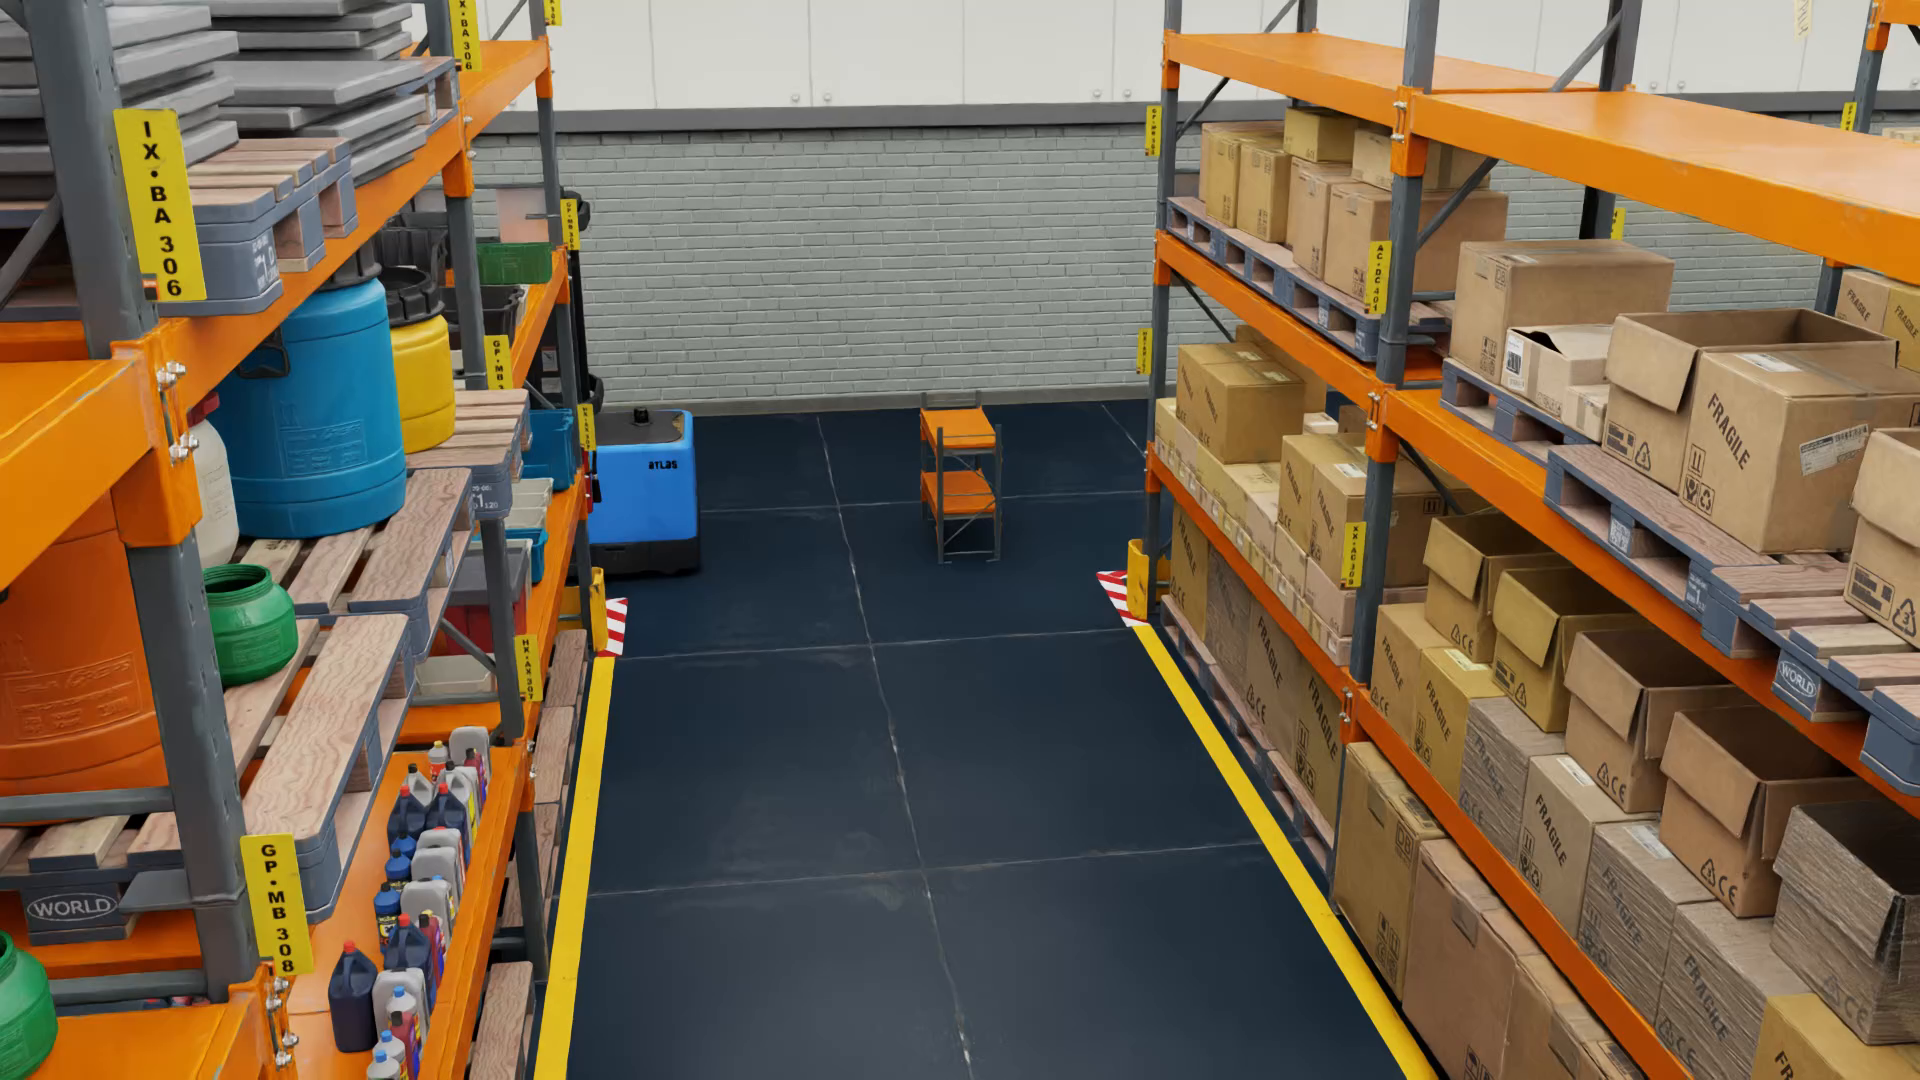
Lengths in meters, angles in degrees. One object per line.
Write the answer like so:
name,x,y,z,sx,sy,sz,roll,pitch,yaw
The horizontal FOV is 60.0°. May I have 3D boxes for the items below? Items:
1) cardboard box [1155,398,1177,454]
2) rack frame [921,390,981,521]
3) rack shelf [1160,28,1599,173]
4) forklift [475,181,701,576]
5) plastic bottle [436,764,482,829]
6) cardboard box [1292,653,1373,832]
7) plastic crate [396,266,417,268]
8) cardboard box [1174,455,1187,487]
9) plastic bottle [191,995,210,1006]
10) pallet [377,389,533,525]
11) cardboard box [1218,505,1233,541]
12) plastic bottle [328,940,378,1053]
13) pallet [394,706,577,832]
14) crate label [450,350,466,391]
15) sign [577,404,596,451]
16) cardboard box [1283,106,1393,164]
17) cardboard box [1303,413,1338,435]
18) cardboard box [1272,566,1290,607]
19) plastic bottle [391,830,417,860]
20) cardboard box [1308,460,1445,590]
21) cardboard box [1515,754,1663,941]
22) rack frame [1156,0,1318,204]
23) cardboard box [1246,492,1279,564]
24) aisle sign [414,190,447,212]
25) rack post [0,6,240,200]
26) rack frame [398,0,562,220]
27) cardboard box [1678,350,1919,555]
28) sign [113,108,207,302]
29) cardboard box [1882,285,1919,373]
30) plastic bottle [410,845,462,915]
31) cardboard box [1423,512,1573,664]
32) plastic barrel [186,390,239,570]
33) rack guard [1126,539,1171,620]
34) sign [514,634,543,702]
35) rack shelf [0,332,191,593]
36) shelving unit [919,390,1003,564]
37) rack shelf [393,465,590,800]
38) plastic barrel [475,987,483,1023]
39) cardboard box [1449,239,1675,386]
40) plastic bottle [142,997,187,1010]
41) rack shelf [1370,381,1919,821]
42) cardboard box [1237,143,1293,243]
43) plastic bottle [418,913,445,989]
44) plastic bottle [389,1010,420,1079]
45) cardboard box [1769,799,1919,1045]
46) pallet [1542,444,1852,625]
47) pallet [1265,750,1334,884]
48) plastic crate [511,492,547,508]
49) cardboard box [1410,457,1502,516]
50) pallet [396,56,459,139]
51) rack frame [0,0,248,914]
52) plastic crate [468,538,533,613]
cardboard box,1.641,-0.790,11.333,0.500,0.250,0.500,-3,21,-9
rack frame,-0.074,-0.705,13.997,0.500,1.125,0.032,-3,21,-8
rack shelf,2.127,-2.494,9.132,1.077,0.370,4.000,-3,21,-8
forklift,-3.595,-1.196,12.730,3.031,2.935,1.130,-3,21,-7
plastic bottle,-2.057,1.039,6.824,0.152,0.276,0.135,-3,21,-8
cardboard box,2.399,1.051,9.053,0.875,0.875,0.875,-3,21,-8
plastic crate,-3.049,-1.217,8.571,0.437,0.282,0.530,-3,21,-8
cardboard box,1.639,-0.466,11.035,0.380,0.149,0.250,-3,21,-9
plastic bottle,-2.439,1.588,5.343,0.061,0.283,0.133,-3,21,-8
pallet,-2.276,-0.316,6.258,1.213,0.211,1.003,-3,21,-8
cardboard box,1.786,-0.111,10.084,0.380,0.149,0.250,-3,21,-9
plastic bottle,-2.002,1.495,5.497,0.144,0.351,0.185,-3,21,-8
pallet,-2.810,1.365,9.761,1.003,0.211,1.213,-3,21,-8
crate label,-2.271,-0.731,7.477,0.293,0.136,0.466,-3,21,-8
sign,-2.521,-0.760,11.232,0.100,0.325,0.005,-3,21,-8
cardboard box,2.120,-2.247,9.201,0.500,0.250,0.500,-4,21,-9
cardboard box,2.243,-0.639,10.930,0.500,0.250,0.500,-3,21,-9
cardboard box,1.936,0.246,9.129,0.380,0.149,0.250,-3,21,-7
plastic bottle,-2.105,1.229,6.324,0.097,0.271,0.097,0,20,0
cardboard box,2.084,-0.082,8.365,0.500,0.500,0.500,-2,21,-6
cardboard box,2.459,1.135,6.246,0.500,0.500,0.500,-3,21,-7
rack frame,1.839,-3.711,10.790,1.000,3.000,0.127,-3,21,-8
cardboard box,1.941,-0.080,9.432,0.500,0.250,0.500,-2,21,-7
aisle sign,-3.367,-1.878,10.743,0.394,0.787,0.004,-3,21,-8
rack post,-2.054,-0.905,3.385,0.954,0.300,0.937,-3,21,-8
rack frame,-3.063,-3.461,10.121,1.000,3.000,0.127,-3,21,-8
cardboard box,2.621,-0.281,5.152,0.500,0.500,0.500,-2,21,-5
sign,-1.366,-0.570,2.843,0.100,0.325,0.005,-3,21,-8
cardboard box,6.642,-1.427,11.253,0.500,0.500,0.500,-2,21,-6
plastic bottle,-1.965,1.260,6.232,0.152,0.276,0.135,-3,21,-8
cardboard box,2.515,0.188,7.348,0.797,0.503,0.637,-3,21,-9
plastic barrel,-2.314,-0.153,4.756,0.433,0.535,0.433,0,20,0
rack guard,1.835,0.262,12.300,1.175,0.500,0.348,-3,21,-8
sign,-1.941,0.578,7.487,0.100,0.325,0.005,-3,21,-8
rack shelf,-1.621,0.526,1.047,1.077,0.370,4.000,-3,21,-8
shelving unit,-0.001,-0.529,13.526,0.538,1.125,1.048,-3,21,-8
rack shelf,-2.774,0.379,9.443,1.077,0.370,4.000,-3,21,-8
plastic barrel,-2.424,1.710,7.250,0.600,0.901,0.708,-3,21,-8
cardboard box,2.509,-0.964,6.980,0.700,0.500,0.500,-2,21,-6
plastic bottle,-2.536,1.571,5.294,0.144,0.351,0.185,-3,21,-8
rack shelf,2.703,0.109,5.879,1.077,0.370,4.000,-3,21,-8
cardboard box,2.051,-2.041,9.721,0.700,0.500,0.500,-4,21,-11
plastic bottle,-1.853,1.415,5.808,0.061,0.283,0.133,-3,21,-8
plastic bottle,-1.773,1.605,5.298,0.061,0.283,0.133,-3,21,-8
cardboard box,2.902,1.099,4.911,0.797,0.503,0.637,-2,21,-6
pallet,2.682,-0.055,5.558,1.003,0.211,1.213,-2,21,-5
pallet,2.383,1.524,9.335,1.003,0.211,1.213,-3,21,-8
plastic crate,-2.738,-0.181,10.205,0.396,0.136,0.243,-3,21,-8
cardboard box,2.599,-0.115,8.453,0.500,0.500,0.500,-3,21,-8
pallet,-2.336,-1.515,5.753,1.003,0.211,1.213,-3,21,-8
rack frame,-1.909,-0.691,2.705,1.000,3.000,0.127,-3,21,-8
plastic crate,-2.524,0.224,8.914,0.437,0.282,0.530,-3,21,-8
